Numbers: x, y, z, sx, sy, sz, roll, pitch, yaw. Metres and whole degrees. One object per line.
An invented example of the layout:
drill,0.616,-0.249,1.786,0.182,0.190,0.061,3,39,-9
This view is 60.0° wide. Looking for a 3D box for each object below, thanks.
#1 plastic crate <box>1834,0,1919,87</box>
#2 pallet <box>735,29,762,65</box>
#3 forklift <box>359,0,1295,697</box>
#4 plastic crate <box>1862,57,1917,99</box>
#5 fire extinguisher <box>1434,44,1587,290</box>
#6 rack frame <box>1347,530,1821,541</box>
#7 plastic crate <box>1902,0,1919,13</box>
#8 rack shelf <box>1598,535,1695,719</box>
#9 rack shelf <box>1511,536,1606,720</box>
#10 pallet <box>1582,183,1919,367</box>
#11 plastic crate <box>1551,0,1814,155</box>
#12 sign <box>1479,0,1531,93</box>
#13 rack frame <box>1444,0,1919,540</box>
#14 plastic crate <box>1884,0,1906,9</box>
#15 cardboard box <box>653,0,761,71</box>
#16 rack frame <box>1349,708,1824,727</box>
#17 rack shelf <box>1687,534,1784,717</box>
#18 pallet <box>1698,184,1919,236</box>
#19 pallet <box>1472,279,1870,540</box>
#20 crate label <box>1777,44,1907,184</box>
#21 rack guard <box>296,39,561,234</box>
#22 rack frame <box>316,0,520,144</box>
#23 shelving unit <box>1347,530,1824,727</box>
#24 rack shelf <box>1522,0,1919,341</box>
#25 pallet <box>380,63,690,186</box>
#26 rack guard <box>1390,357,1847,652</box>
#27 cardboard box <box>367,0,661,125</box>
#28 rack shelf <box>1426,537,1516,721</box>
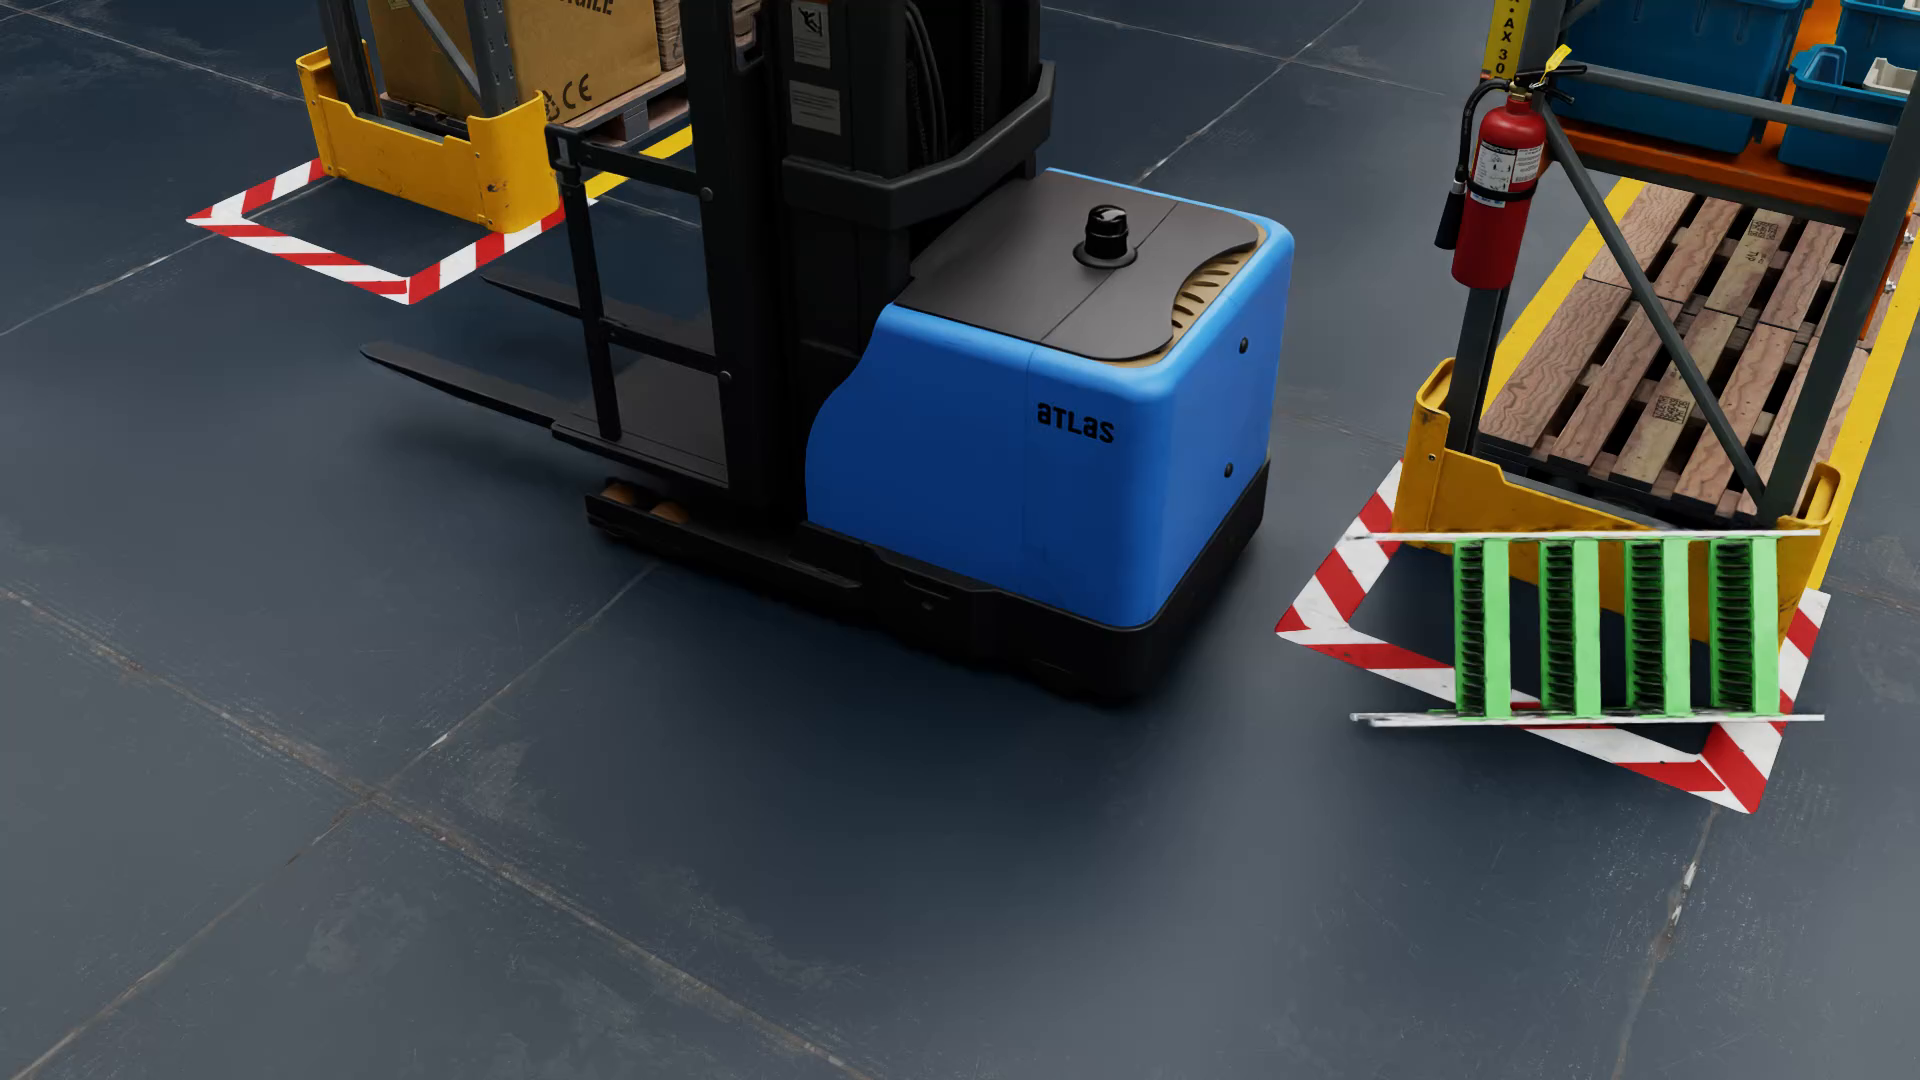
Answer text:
plastic crate,2.693,-1.431,4.737,0.416,0.233,0.300,21,42,25
pallet,-1.236,-2.694,8.572,1.003,0.211,1.213,21,42,25
forklift,-0.590,-1.375,4.633,3.031,2.935,1.130,19,41,22
plastic crate,2.582,-1.191,4.506,0.250,0.136,0.298,21,42,25
fire extinguisher,1.465,-1.007,4.468,0.296,0.674,0.183,21,42,25
rack frame,1.669,-0.012,4.484,1.200,0.015,0.240,0,-1,-3
plastic crate,2.945,-1.541,4.959,0.250,0.136,0.298,21,42,25
rack shelf,1.847,0.230,4.488,0.148,0.480,0.258,0,-1,-3
rack shelf,1.607,0.232,4.476,0.148,0.480,0.258,0,-1,-3
pallet,3.059,-1.049,6.438,1.003,0.211,1.213,21,42,25
plastic crate,1.951,-1.386,4.513,0.616,0.435,0.499,21,42,25
sign,1.457,-1.350,4.411,0.100,0.325,0.005,21,42,25
rack frame,1.930,-1.114,4.239,1.000,3.000,0.127,21,42,25
plastic crate,3.045,-1.770,5.177,0.416,0.233,0.300,21,42,25
cardboard box,-1.490,-2.884,7.931,0.875,0.875,0.875,21,42,25
rack frame,1.673,0.476,4.474,1.200,0.015,0.240,0,-1,-3
rack shelf,2.087,0.228,4.500,0.148,0.480,0.258,0,-1,-3
pallet,3.712,-1.680,7.257,1.003,0.211,1.213,21,42,25
pallet,2.404,-0.422,5.625,1.003,0.211,1.213,21,42,25
crate label,2.340,-1.091,4.297,0.416,0.233,0.303,21,42,25
rack guard,-2.265,-1.732,7.087,1.175,0.500,0.348,21,42,25
rack frame,-2.252,-2.734,6.340,1.000,3.000,0.127,21,42,25
shelving unit,1.671,0.232,4.479,1.200,0.503,0.258,0,-1,-3
rack shelf,3.001,-1.860,5.796,1.077,0.370,4.000,21,42,25
pallet,-1.890,-2.068,7.759,1.003,0.211,1.213,21,42,25
rack guard,1.928,-0.108,4.980,1.175,0.500,0.348,21,42,25
cardboard box,-1.977,-2.415,7.323,0.875,0.875,0.875,21,42,25
rack shelf,1.368,0.234,4.464,0.148,0.480,0.258,0,-1,-3
